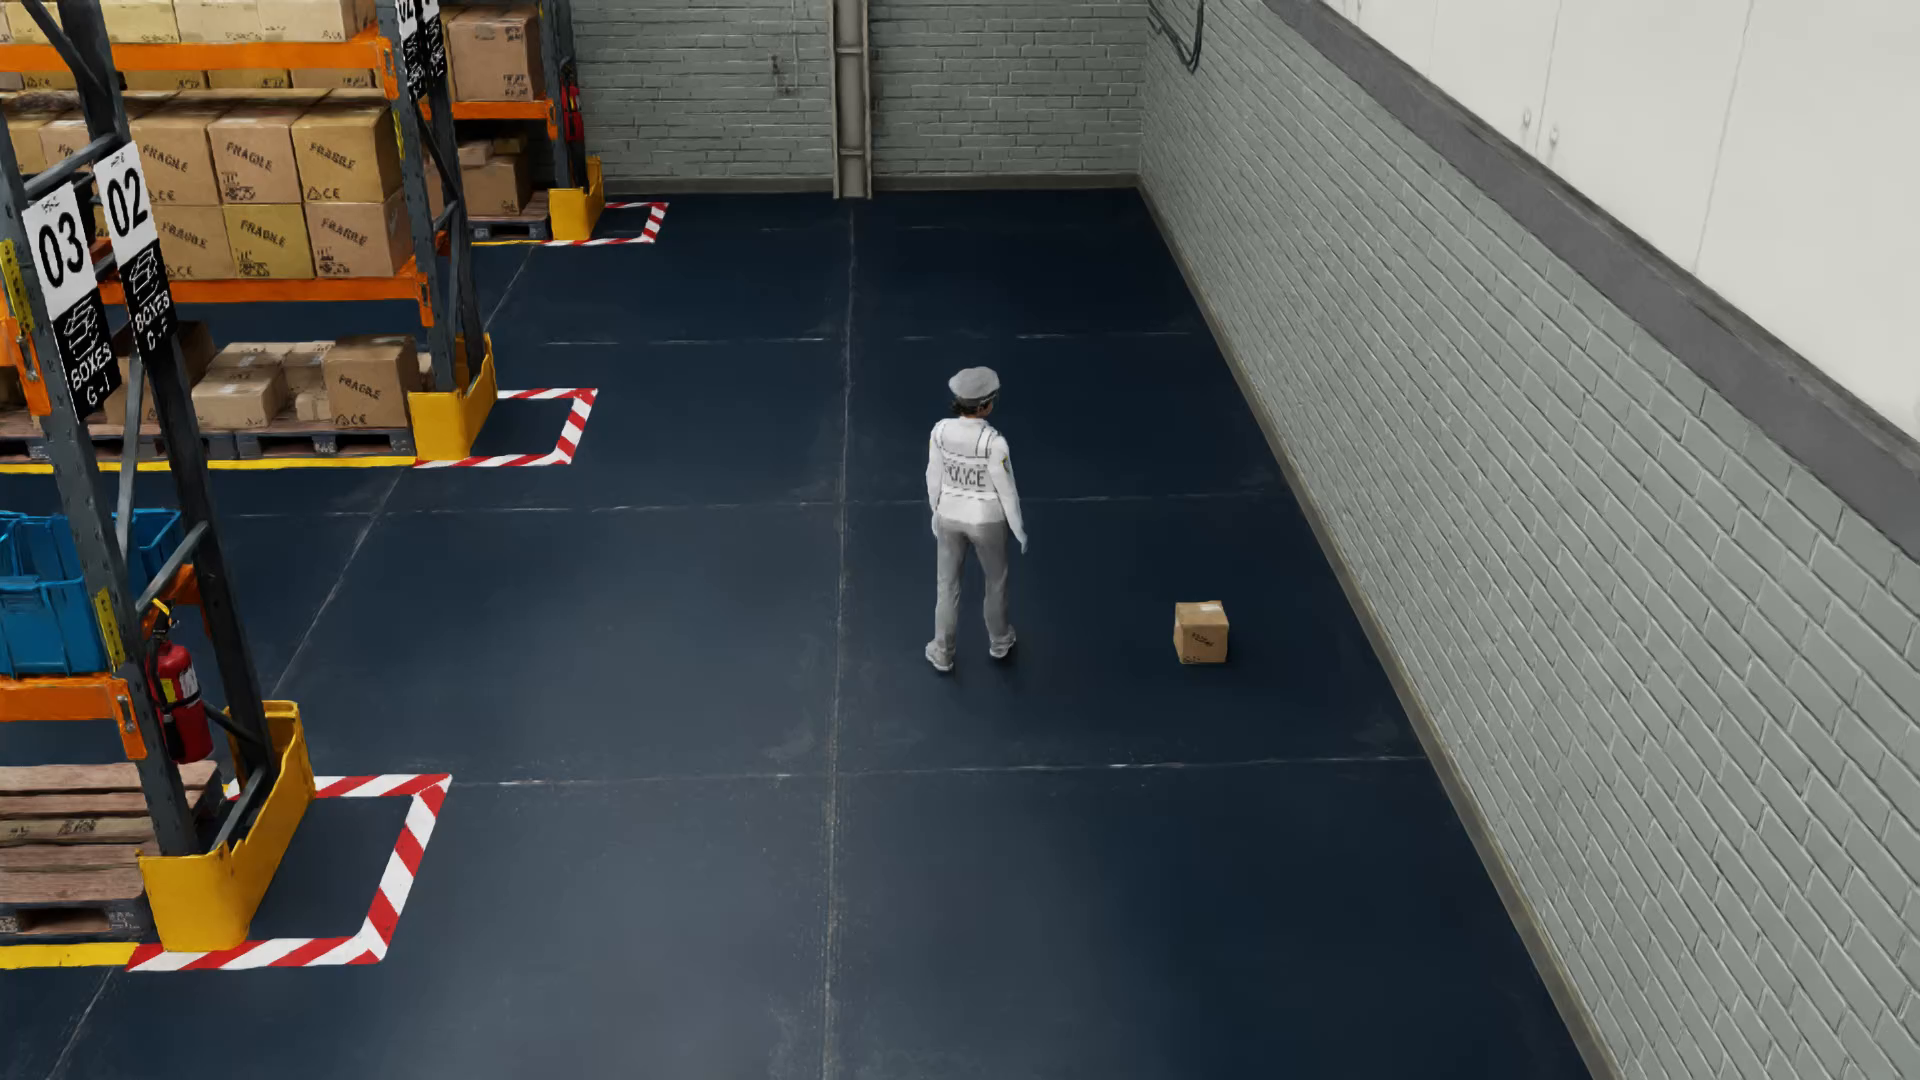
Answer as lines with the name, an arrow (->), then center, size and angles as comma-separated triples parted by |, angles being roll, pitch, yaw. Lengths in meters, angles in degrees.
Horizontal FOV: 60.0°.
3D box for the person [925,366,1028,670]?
person -> 0.098, -0.113, 8.771 | 0.569, 1.673, 0.532 | 12, 30, 21
